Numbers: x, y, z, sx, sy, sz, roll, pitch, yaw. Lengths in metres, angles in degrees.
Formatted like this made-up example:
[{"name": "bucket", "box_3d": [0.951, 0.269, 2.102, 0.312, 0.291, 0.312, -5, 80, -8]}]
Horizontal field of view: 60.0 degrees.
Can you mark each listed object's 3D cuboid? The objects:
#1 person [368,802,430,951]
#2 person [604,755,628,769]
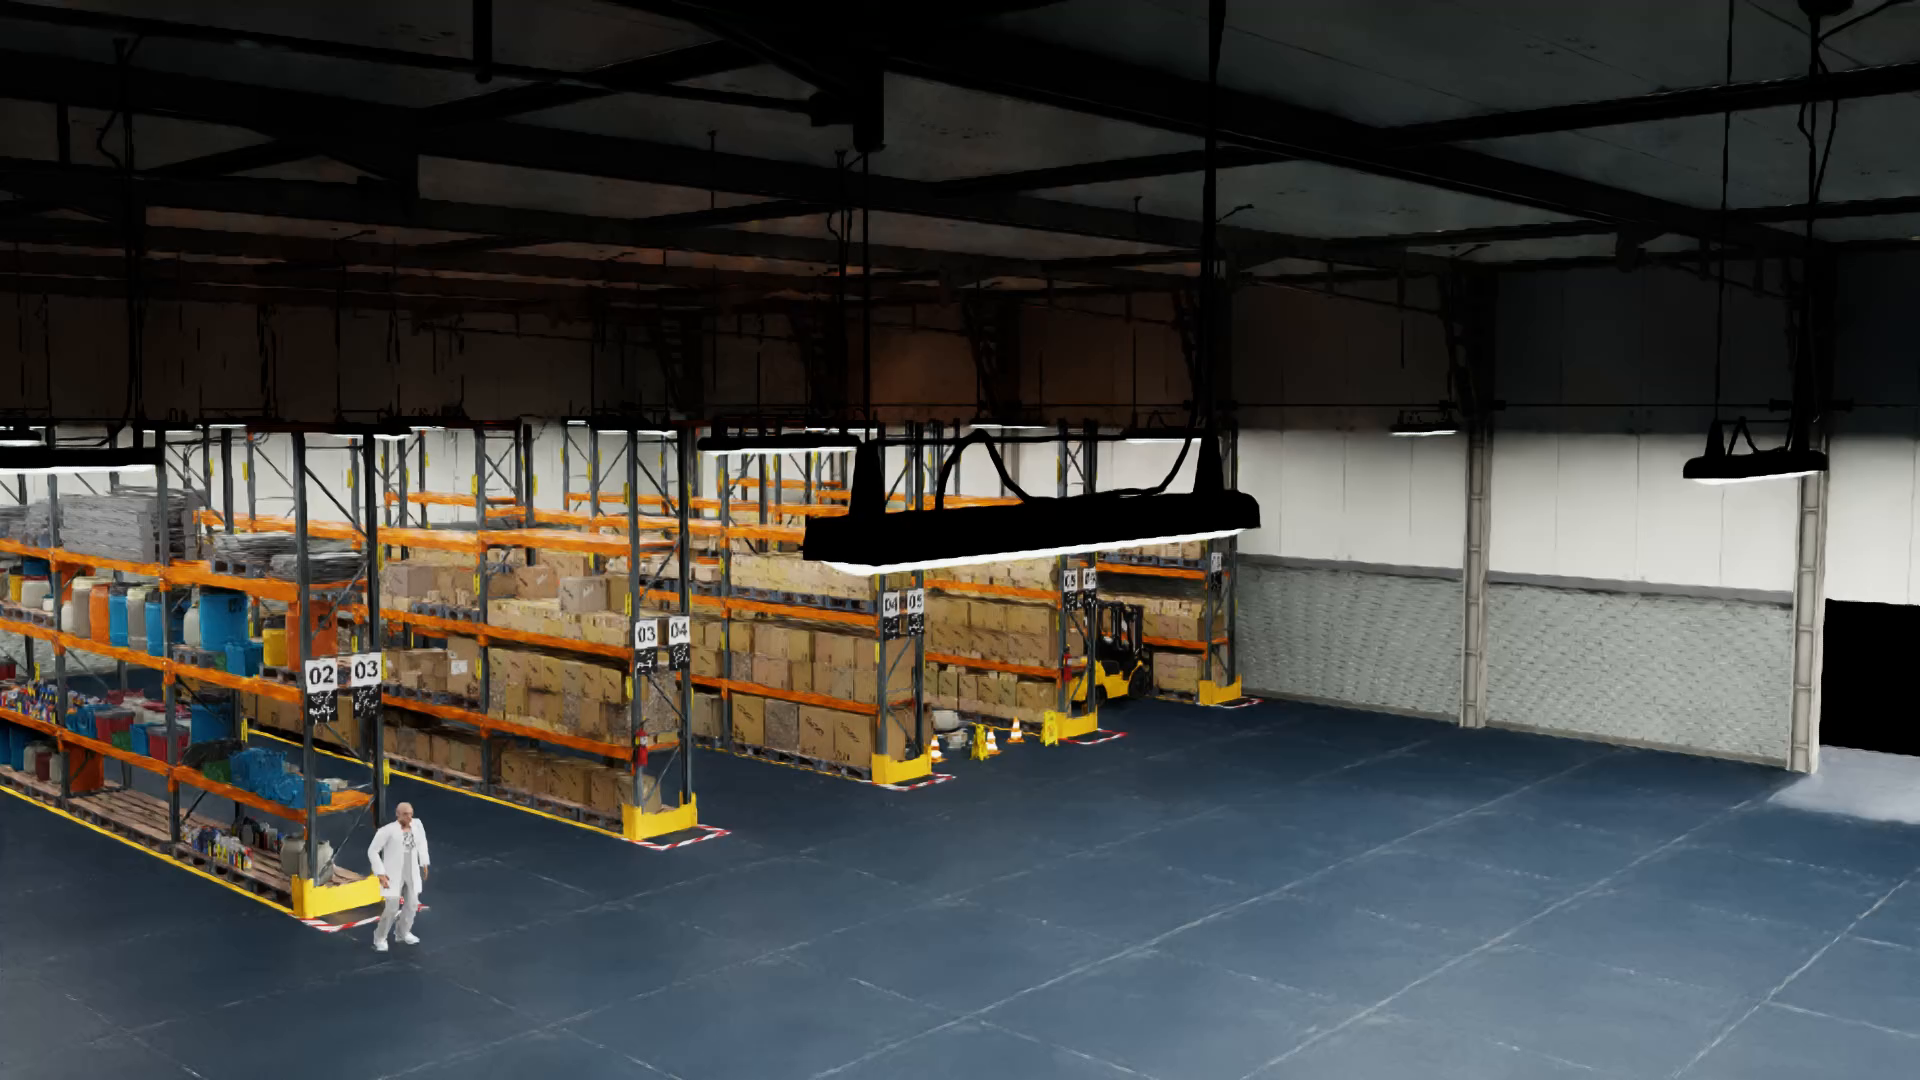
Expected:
[{"name": "person", "box_3d": [-6.540, 3.886, 19.373, 0.546, 1.733, 0.729, 4, 6, 41]}, {"name": "person", "box_3d": [-5.784, 3.172, 27.781, 0.635, 1.778, 0.504, 1, 5, 14]}]
